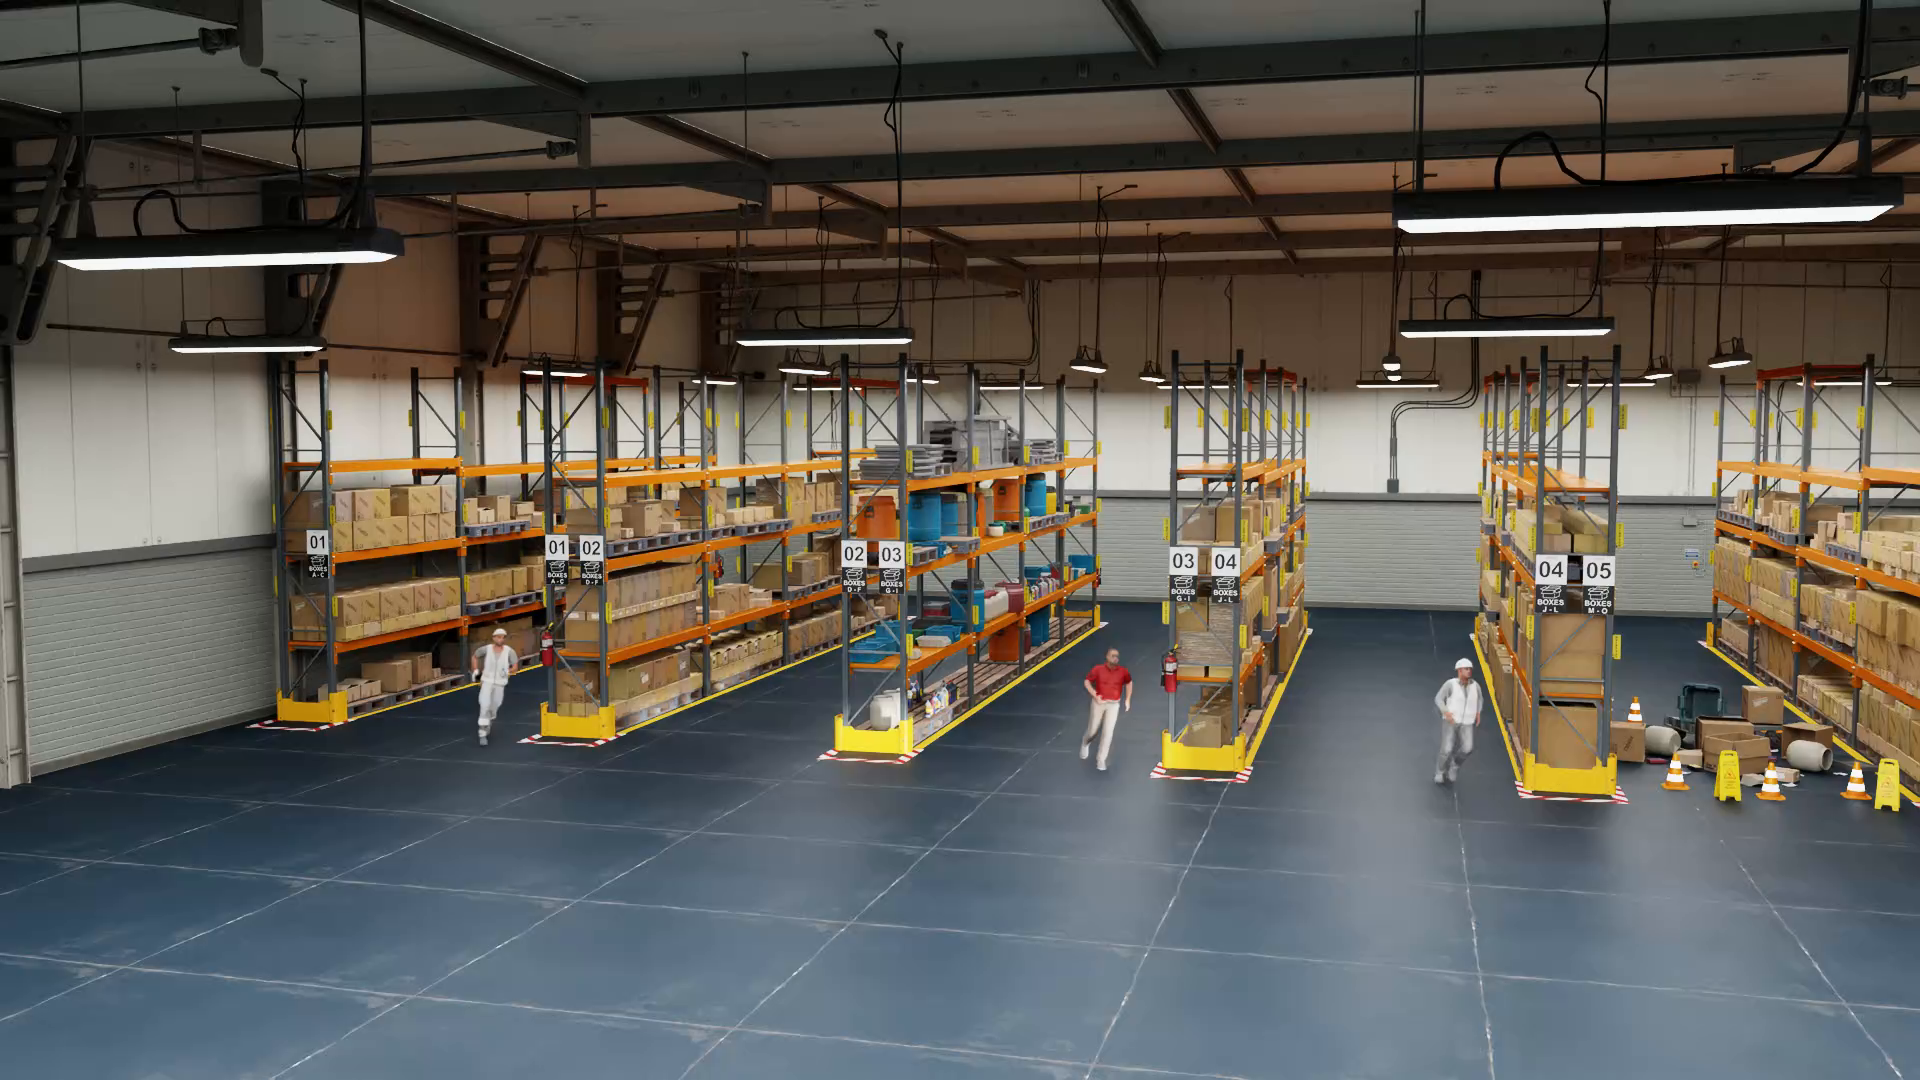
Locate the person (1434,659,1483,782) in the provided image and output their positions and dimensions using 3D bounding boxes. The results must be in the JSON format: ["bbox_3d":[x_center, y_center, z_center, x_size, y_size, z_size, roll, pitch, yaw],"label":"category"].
[{"bbox_3d":[6.903,2.497,22.904,0.712,1.714,0.584,0,4,0],"label":"person"}]

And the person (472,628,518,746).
[{"bbox_3d":[-7.254,2.247,25.953,0.701,1.760,0.966,-1,4,-20],"label":"person"}]

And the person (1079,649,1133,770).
[{"bbox_3d":[2.150,2.423,24.153,0.750,1.707,0.847,0,4,-4],"label":"person"}]
